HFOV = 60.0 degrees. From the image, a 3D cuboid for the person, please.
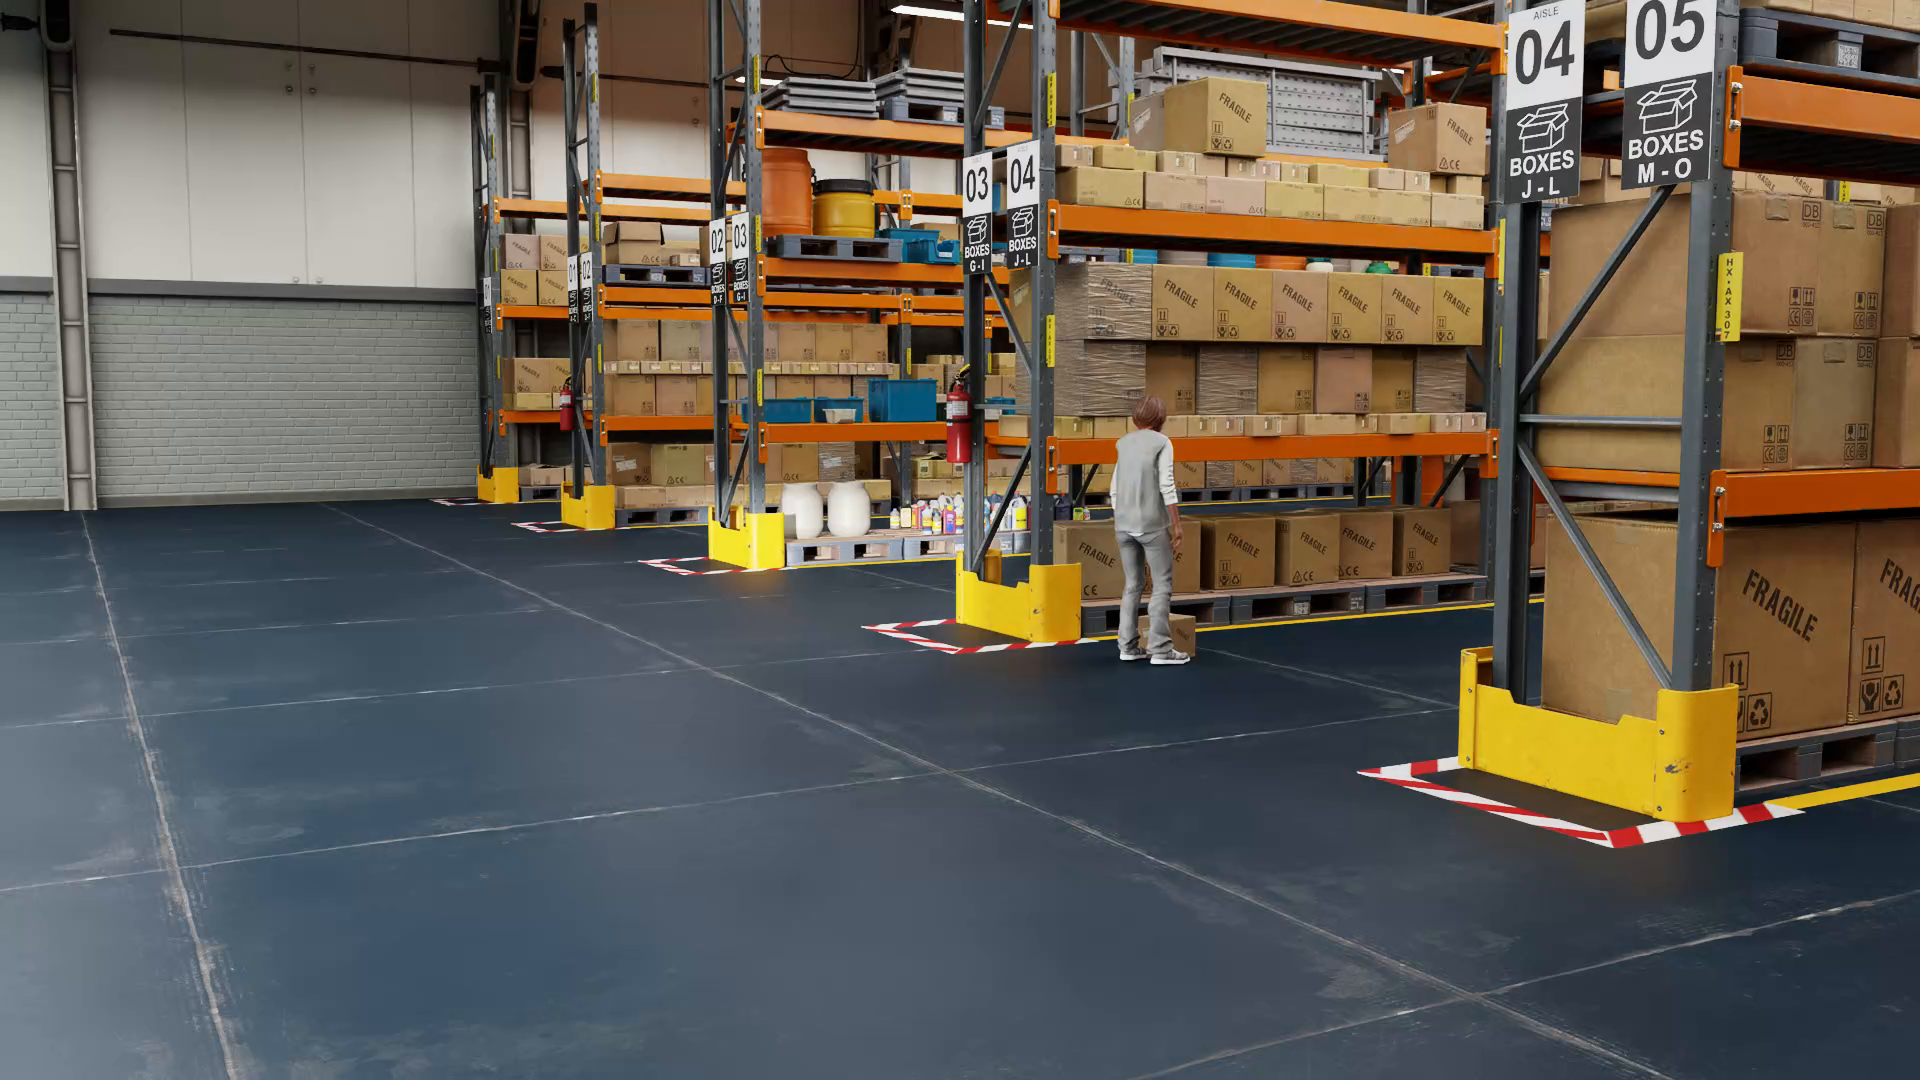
[{"bbox_3d":[1.107,-0.063,9.904,0.481,1.593,0.345,5,7,43],"label":"person"}]
